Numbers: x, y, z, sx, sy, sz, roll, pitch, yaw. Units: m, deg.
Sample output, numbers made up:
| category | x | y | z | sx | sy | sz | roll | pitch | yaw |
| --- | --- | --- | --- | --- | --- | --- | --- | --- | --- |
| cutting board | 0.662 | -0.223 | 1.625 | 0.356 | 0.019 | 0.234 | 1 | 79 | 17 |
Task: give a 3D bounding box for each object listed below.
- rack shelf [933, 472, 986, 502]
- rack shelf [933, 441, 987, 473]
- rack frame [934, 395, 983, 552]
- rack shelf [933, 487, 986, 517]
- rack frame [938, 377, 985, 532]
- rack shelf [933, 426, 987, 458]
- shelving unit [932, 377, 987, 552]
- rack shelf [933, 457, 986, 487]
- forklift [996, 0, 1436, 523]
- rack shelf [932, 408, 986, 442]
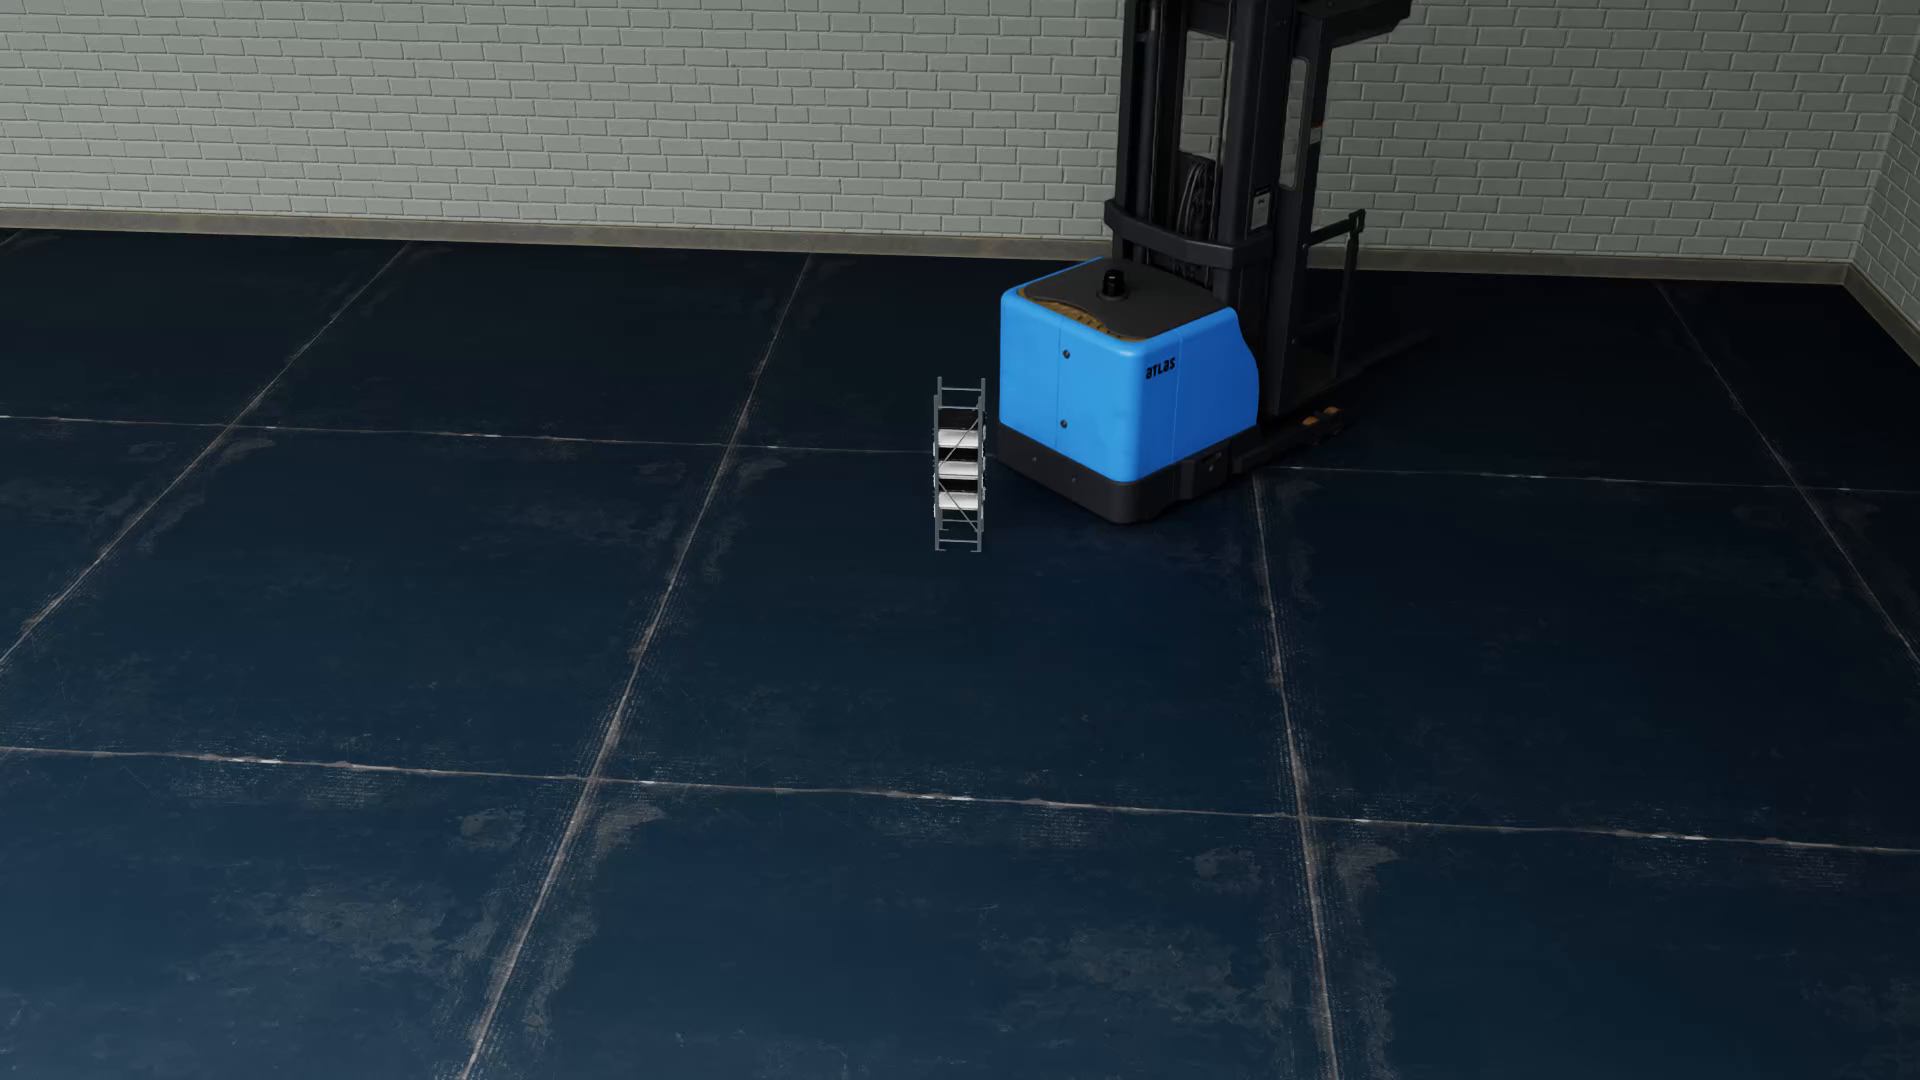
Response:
| category | x | y | z | sx | sy | sz | roll | pitch | yaw |
| --- | --- | --- | --- | --- | --- | --- | --- | --- | --- |
| rack shelf | -0.001 | -0.274 | 8.572 | 0.258 | 0.077 | 0.200 | 2 | 32 | 4 |
| rack shelf | -0.001 | -0.427 | 8.477 | 0.258 | 0.077 | 0.200 | 2 | 32 | 4 |
| rack frame | -0.009 | -0.326 | 8.421 | 0.240 | 0.900 | 0.006 | 2 | 32 | 4 |
| rack shelf | -0.001 | -0.197 | 8.619 | 0.258 | 0.077 | 0.200 | 2 | 32 | 4 |
| rack frame | 0.008 | -0.432 | 8.593 | 0.240 | 0.900 | 0.006 | 2 | 32 | 4 |
| rack shelf | -0.001 | -0.504 | 8.430 | 0.258 | 0.077 | 0.200 | 2 | 32 | 4 |
| shelving unit | -0.001 | -0.379 | 8.507 | 0.258 | 0.900 | 0.210 | 2 | 32 | 4 |
| rack shelf | -0.001 | -0.350 | 8.525 | 0.258 | 0.077 | 0.200 | 2 | 32 | 4 |
| forklift | 1.641 | -1.981 | 9.171 | 3.031 | 2.935 | 1.130 | -25 | 39 | -34 |
| rack shelf | -0.001 | -0.580 | 8.383 | 0.258 | 0.077 | 0.200 | 2 | 32 | 4 |
